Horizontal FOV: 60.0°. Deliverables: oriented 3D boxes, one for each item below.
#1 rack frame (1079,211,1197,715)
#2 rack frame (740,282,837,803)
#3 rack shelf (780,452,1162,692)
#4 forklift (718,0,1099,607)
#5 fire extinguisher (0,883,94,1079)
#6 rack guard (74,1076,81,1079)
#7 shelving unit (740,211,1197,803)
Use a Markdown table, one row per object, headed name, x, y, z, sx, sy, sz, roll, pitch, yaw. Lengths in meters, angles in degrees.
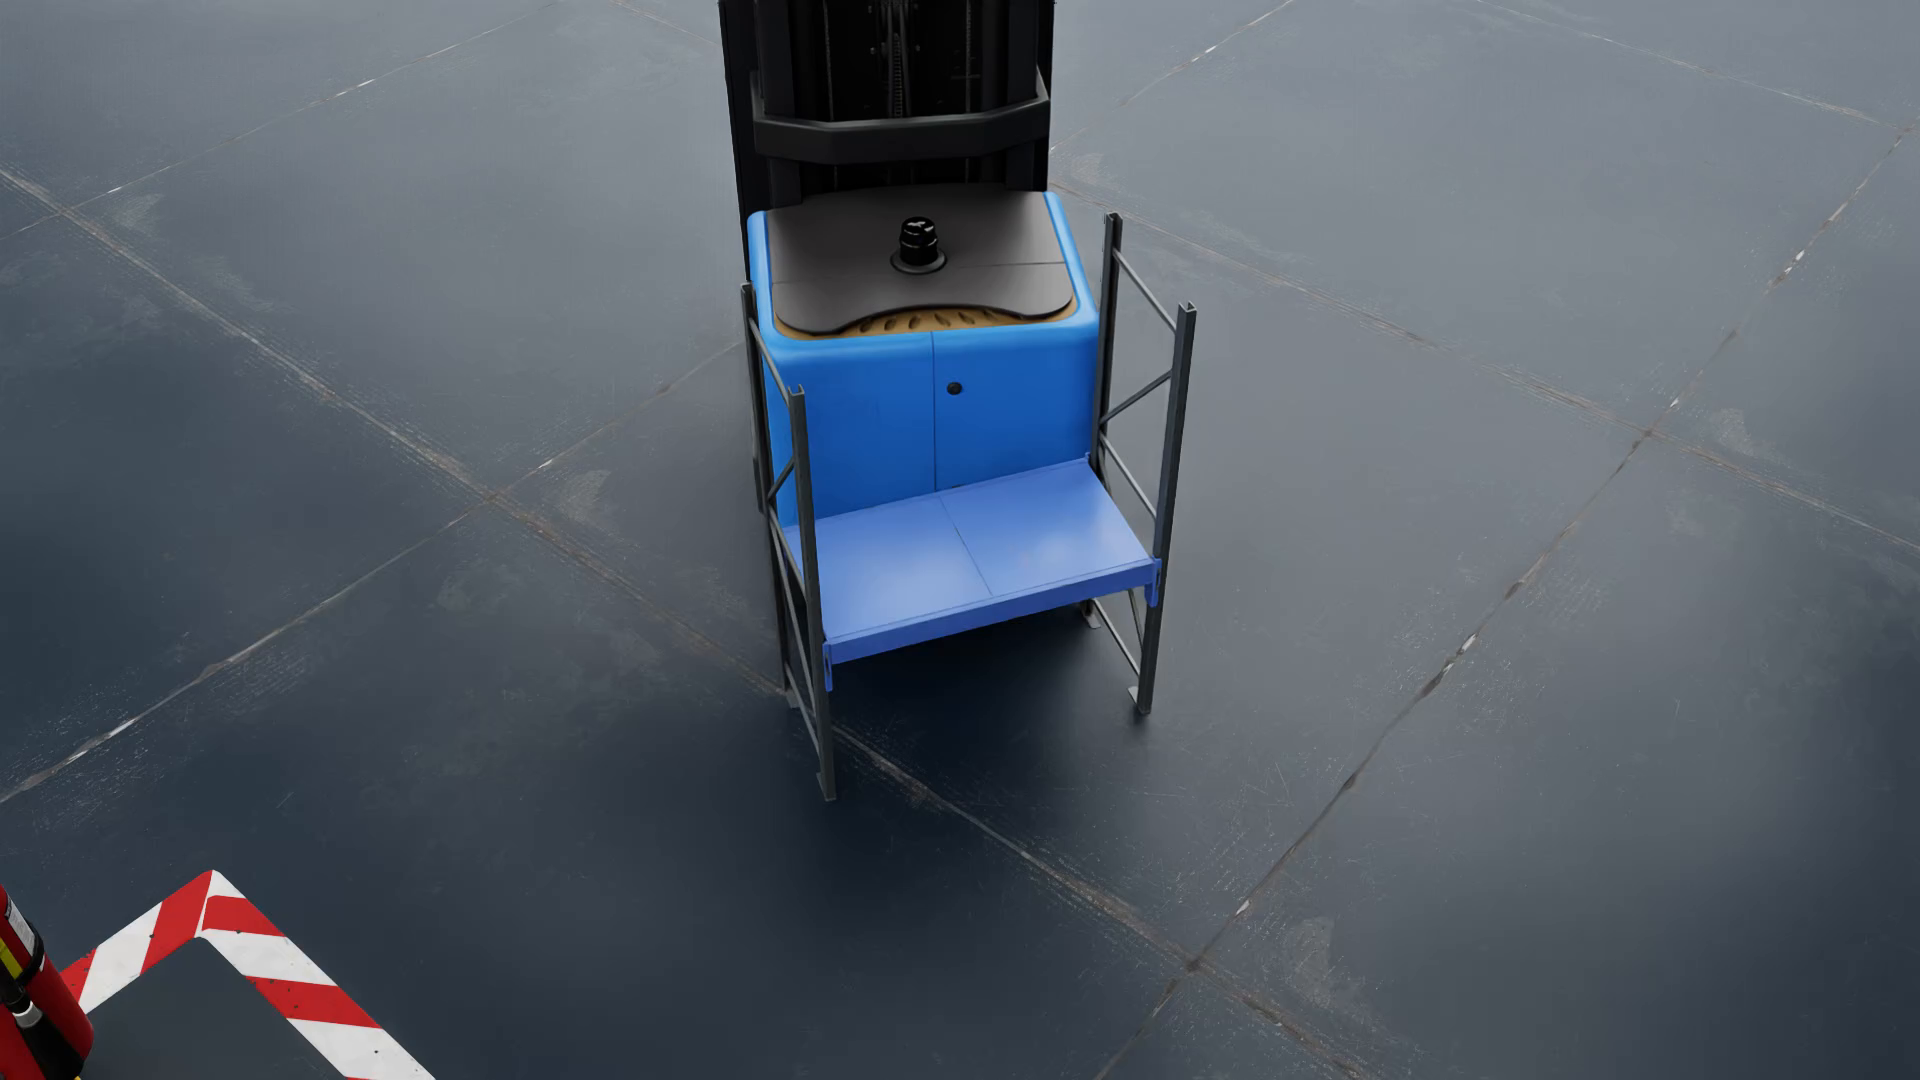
| name | x | y | z | sx | sy | sz | roll | pitch | yaw |
| --- | --- | --- | --- | --- | --- | --- | --- | --- | --- |
| rack frame | 0.494 | -0.174 | 4.827 | 0.032 | 1.500 | 0.500 | -14 | 44 | -15 |
| rack frame | -0.463 | 0.057 | 4.572 | 0.032 | 1.500 | 0.500 | -14 | 44 | -15 |
| rack shelf | 0.015 | 0.075 | 4.821 | 1.000 | 0.185 | 0.538 | -14 | 44 | -15 |
| forklift | -0.269 | -1.860 | 5.617 | 1.130 | 2.935 | 3.031 | -5 | 43 | -5 |
| fire extinguisher | -1.674 | 0.689 | 2.820 | 0.296 | 0.674 | 0.183 | 29 | 50 | 28 |
| rack guard | -2.090 | 1.433 | 3.803 | 1.175 | 0.500 | 0.348 | 29 | 50 | 28 |
| shelving unit | 0.015 | -0.059 | 4.700 | 1.048 | 1.500 | 0.538 | -14 | 44 | -15 |
